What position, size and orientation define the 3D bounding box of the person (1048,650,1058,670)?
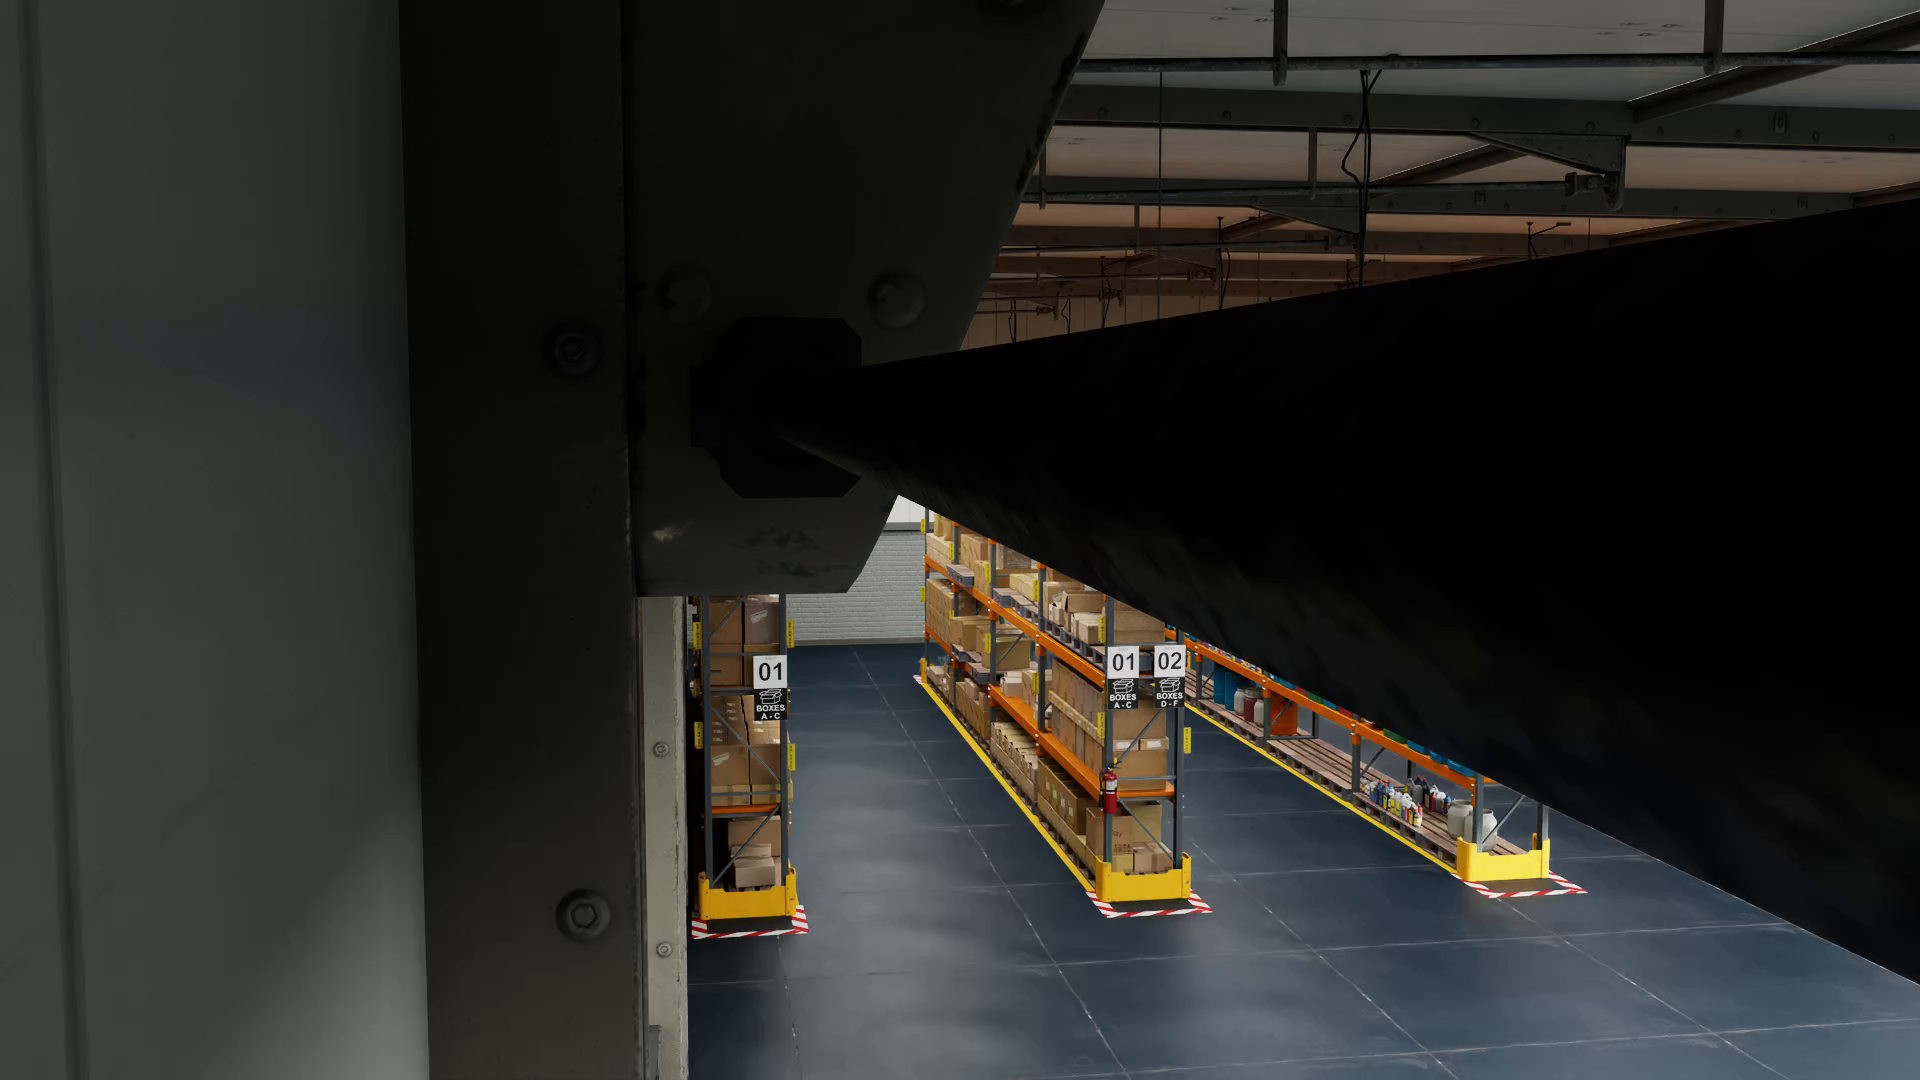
[{"bbox_3d":[1.896,2.137,35.446,0.533,1.726,0.659,-1,5,-15],"label":"person"}]
